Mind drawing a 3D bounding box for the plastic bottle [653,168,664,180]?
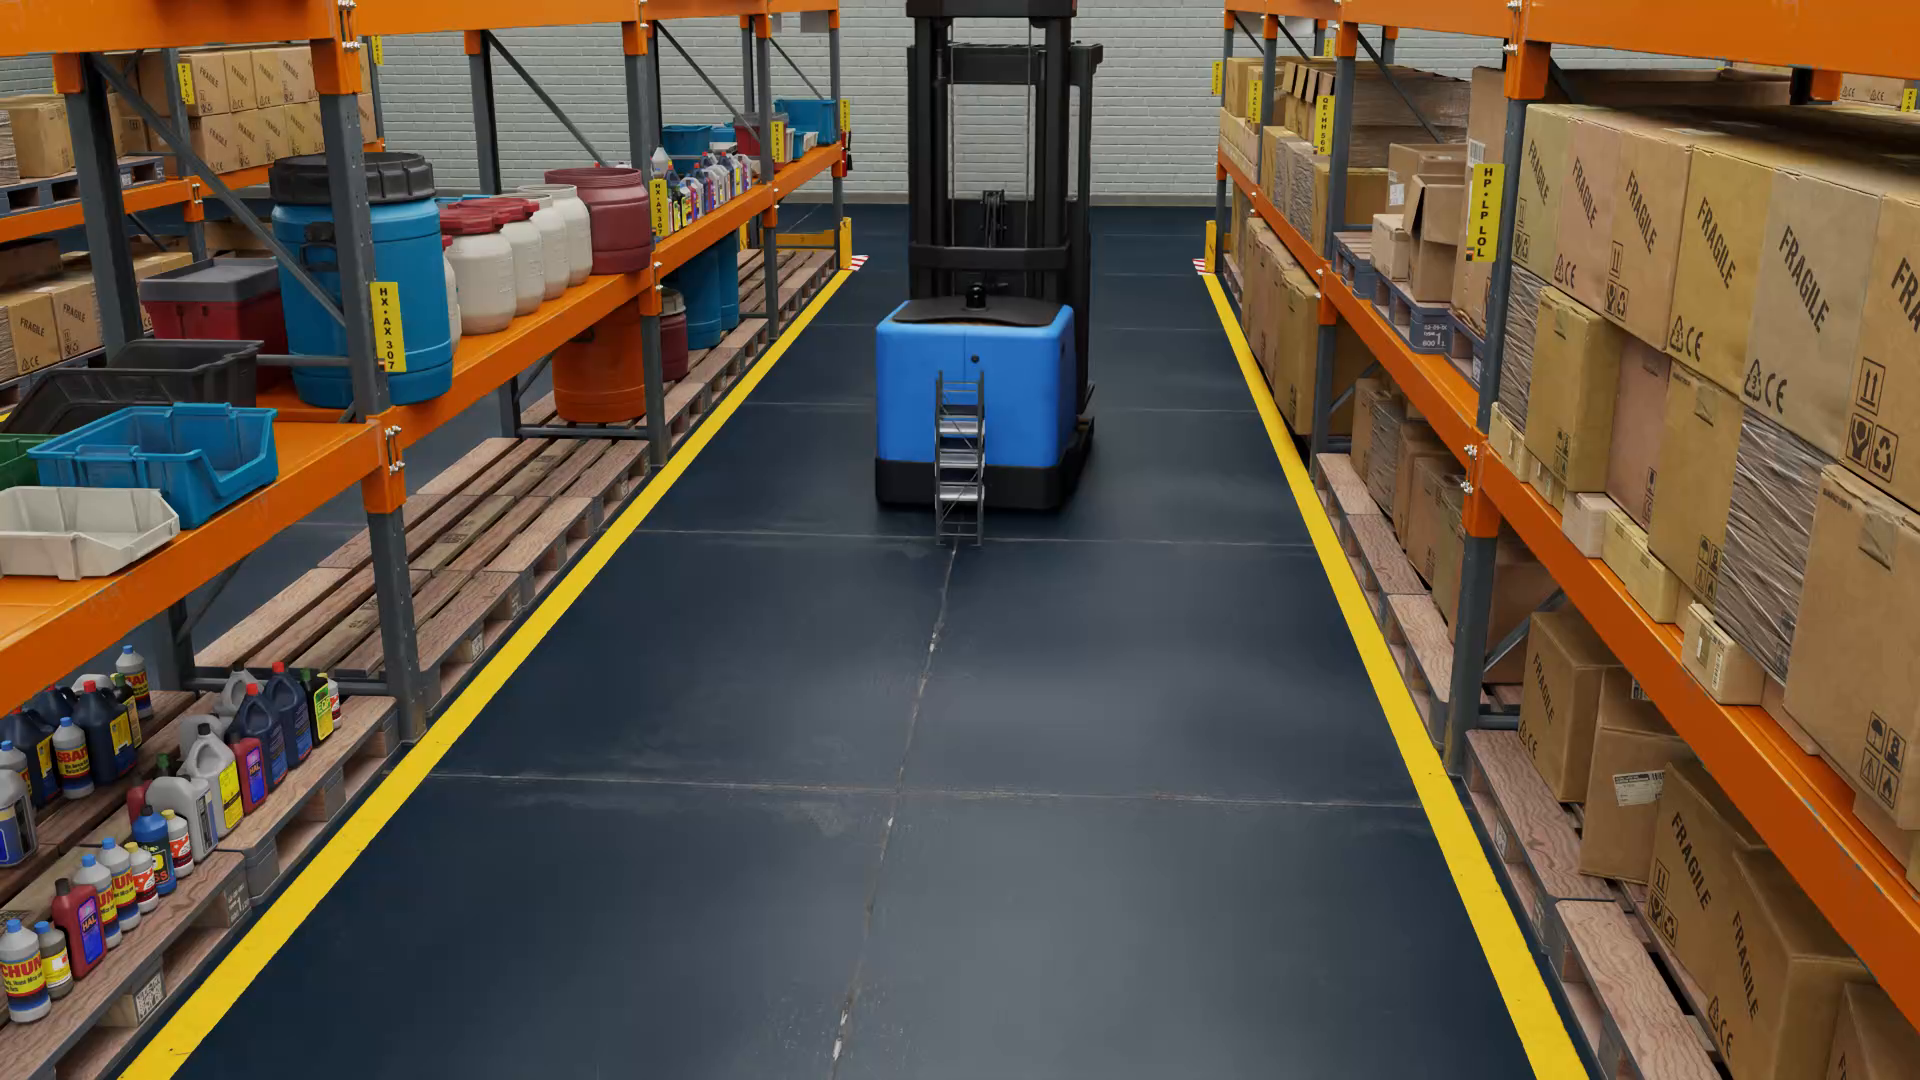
[{"bbox_3d":[-2.354,-2.797,12.962,0.097,0.201,0.097,0,18,0],"label":"plastic bottle"}]

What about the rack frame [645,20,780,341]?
[{"bbox_3d":[-2.040,-3.138,13.681,1.000,3.000,0.127,1,18,4],"label":"rack frame"}]

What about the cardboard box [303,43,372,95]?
[{"bbox_3d":[-6.452,-4.870,17.202,0.500,0.500,0.500,1,18,3],"label":"cardboard box"}]

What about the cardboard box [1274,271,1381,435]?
[{"bbox_3d":[2.683,-1.189,10.471,1.225,0.875,0.875,0,18,1],"label":"cardboard box"}]

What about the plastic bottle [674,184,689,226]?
[{"bbox_3d":[-1.879,-2.254,11.190,0.097,0.271,0.097,0,18,0],"label":"plastic bottle"}]

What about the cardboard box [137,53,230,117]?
[{"bbox_3d":[-6.666,-3.912,14.279,0.500,0.500,0.500,2,18,5],"label":"cardboard box"}]

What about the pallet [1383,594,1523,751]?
[{"bbox_3d":[2.381,0.541,6.934,1.003,0.211,1.213,1,18,4],"label":"pallet"}]

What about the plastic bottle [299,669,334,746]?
[{"bbox_3d":[-2.319,0.585,5.975,0.061,0.283,0.133,2,18,7],"label":"plastic bottle"}]

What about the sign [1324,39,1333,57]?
[{"bbox_3d":[3.727,-4.916,16.868,0.100,0.325,0.005,1,18,4],"label":"sign"}]

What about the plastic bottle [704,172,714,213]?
[{"bbox_3d":[-1.806,-2.496,11.910,0.061,0.283,0.133,1,18,4],"label":"plastic bottle"}]

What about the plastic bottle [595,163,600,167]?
[{"bbox_3d":[-2.566,-2.509,11.843,0.144,0.351,0.185,1,18,4],"label":"plastic bottle"}]

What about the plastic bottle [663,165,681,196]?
[{"bbox_3d":[-2.020,-2.441,11.634,0.144,0.351,0.185,1,18,4],"label":"plastic bottle"}]

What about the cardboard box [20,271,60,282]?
[{"bbox_3d":[-7.329,-1.805,12.922,0.500,0.500,0.500,2,18,5],"label":"cardboard box"}]

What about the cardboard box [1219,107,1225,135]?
[{"bbox_3d":[2.883,-4.196,16.676,0.500,0.250,0.500,1,18,2],"label":"cardboard box"}]

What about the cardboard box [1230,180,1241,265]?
[{"bbox_3d":[3.221,-3.259,16.789,0.875,0.875,0.875,1,18,4],"label":"cardboard box"}]

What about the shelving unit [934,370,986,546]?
[{"bbox_3d":[0.001,-0.430,8.791,0.258,0.900,0.210,1,18,4],"label":"shelving unit"}]

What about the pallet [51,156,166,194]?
[{"bbox_3d":[-7.147,-2.912,13.302,1.003,0.211,1.213,1,18,4],"label":"pallet"}]

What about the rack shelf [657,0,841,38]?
[{"bbox_3d":[-1.897,-4.842,15.222,1.077,0.370,4.000,1,18,4],"label":"rack shelf"}]

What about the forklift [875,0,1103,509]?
[{"bbox_3d":[0.275,-1.980,10.259,1.130,2.935,3.031,3,18,9],"label":"forklift"}]

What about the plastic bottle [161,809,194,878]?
[{"bbox_3d":[-2.406,0.922,5.080,0.097,0.201,0.097,0,18,0],"label":"plastic bottle"}]

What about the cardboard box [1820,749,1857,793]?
[{"bbox_3d":[1.932,0.416,3.241,0.380,0.149,0.250,1,18,4],"label":"cardboard box"}]

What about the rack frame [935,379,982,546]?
[{"bbox_3d":[-0.007,-0.399,8.694,0.240,0.900,0.006,1,18,4],"label":"rack frame"}]

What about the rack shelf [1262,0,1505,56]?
[{"bbox_3d":[2.757,-3.490,11.093,1.077,0.370,4.000,1,18,4],"label":"rack shelf"}]

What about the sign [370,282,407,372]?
[{"bbox_3d":[-2.066,-0.769,6.008,0.100,0.325,0.005,1,18,4],"label":"sign"}]

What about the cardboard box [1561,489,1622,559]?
[{"bbox_3d":[1.922,-0.053,4.670,0.380,0.149,0.250,1,18,4],"label":"cardboard box"}]

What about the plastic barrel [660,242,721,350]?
[{"bbox_3d":[-2.147,-1.952,12.757,0.600,0.901,0.708,1,18,4],"label":"plastic barrel"}]

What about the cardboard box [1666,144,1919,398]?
[{"bbox_3d":[1.945,-0.606,3.712,0.500,0.500,0.500,1,18,4],"label":"cardboard box"}]

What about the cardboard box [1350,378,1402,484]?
[{"bbox_3d":[2.585,-0.597,9.237,0.700,0.500,0.500,0,18,1],"label":"cardboard box"}]

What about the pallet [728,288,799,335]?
[{"bbox_3d":[-2.026,-2.042,14.815,1.003,0.211,1.213,1,18,4],"label":"pallet"}]

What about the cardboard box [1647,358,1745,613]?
[{"bbox_3d":[2.149,-0.127,3.854,0.875,0.500,0.500,1,18,4],"label":"cardboard box"}]

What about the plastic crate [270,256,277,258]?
[{"bbox_3d":[-2.845,-0.995,7.168,0.392,0.384,0.575,1,18,4],"label":"plastic crate"}]

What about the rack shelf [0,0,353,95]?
[{"bbox_3d":[-2.757,-1.115,3.848,1.077,0.370,4.000,1,18,4],"label":"rack shelf"}]

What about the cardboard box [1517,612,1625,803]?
[{"bbox_3d":[2.258,0.569,5.709,0.500,0.500,0.500,1,18,2],"label":"cardboard box"}]

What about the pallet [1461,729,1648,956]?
[{"bbox_3d":[2.313,0.992,5.557,1.003,0.211,1.213,1,18,4],"label":"pallet"}]

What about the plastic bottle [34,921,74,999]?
[{"bbox_3d":[-2.452,1.122,4.470,0.097,0.201,0.097,0,18,0],"label":"plastic bottle"}]

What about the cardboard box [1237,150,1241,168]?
[{"bbox_3d":[2.687,-3.409,14.913,0.380,0.149,0.250,1,18,3],"label":"cardboard box"}]

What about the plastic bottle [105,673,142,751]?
[{"bbox_3d":[-2.964,0.621,5.866,0.061,0.283,0.133,1,18,4],"label":"plastic bottle"}]

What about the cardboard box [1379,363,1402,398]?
[{"bbox_3d":[2.595,-0.954,9.120,0.500,0.250,0.500,2,18,6],"label":"cardboard box"}]

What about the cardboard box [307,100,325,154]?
[{"bbox_3d":[-6.529,-4.078,16.391,0.500,0.500,0.500,1,18,4],"label":"cardboard box"}]

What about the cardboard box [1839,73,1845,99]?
[{"bbox_3d":[7.686,-4.020,14.131,0.500,0.500,0.500,2,18,5],"label":"cardboard box"}]

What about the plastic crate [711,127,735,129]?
[{"bbox_3d":[-2.194,-3.851,16.030,0.416,0.233,0.300,1,18,4],"label":"plastic crate"}]

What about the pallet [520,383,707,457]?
[{"bbox_3d":[-2.312,-0.816,11.074,1.003,0.211,1.213,1,18,4],"label":"pallet"}]

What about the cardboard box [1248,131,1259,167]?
[{"bbox_3d":[2.670,-3.240,13.757,0.500,0.250,0.500,1,18,3],"label":"cardboard box"}]

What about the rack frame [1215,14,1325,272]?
[{"bbox_3d":[3.187,-4.269,17.135,1.000,3.000,0.127,1,18,4],"label":"rack frame"}]

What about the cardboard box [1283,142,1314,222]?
[{"bbox_3d":[2.514,-2.465,11.469,0.500,0.500,0.500,2,18,5],"label":"cardboard box"}]

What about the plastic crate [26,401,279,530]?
[{"bbox_3d":[-2.422,-0.233,5.054,0.499,0.251,0.616,1,18,4],"label":"plastic crate"}]

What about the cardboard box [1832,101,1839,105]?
[{"bbox_3d":[7.668,-3.546,14.290,0.500,0.500,0.500,1,18,4],"label":"cardboard box"}]

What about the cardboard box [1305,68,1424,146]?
[{"bbox_3d":[2.773,-2.946,11.326,0.797,0.503,0.637,2,18,6],"label":"cardboard box"}]

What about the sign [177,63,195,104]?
[{"bbox_3d":[-6.427,-3.788,13.808,0.100,0.325,0.005,1,18,4],"label":"sign"}]

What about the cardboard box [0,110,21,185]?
[{"bbox_3d":[-7.079,-2.732,11.609,0.700,0.500,0.500,5,19,14],"label":"cardboard box"}]

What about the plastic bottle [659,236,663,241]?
[{"bbox_3d":[-1.931,-1.994,10.509,0.097,0.201,0.097,0,18,0],"label":"plastic bottle"}]

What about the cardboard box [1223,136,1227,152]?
[{"bbox_3d":[2.797,-3.888,16.375,0.380,0.149,0.250,1,18,3],"label":"cardboard box"}]

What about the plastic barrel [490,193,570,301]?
[{"bbox_3d":[-2.218,-1.493,8.484,0.421,0.512,0.421,0,18,0],"label":"plastic barrel"}]

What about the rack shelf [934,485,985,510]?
[{"bbox_3d":[0.001,-0.227,8.857,0.258,0.077,0.200,1,18,4],"label":"rack shelf"}]

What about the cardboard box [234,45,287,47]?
[{"bbox_3d":[-7.019,-4.720,16.744,0.500,0.500,0.500,1,18,4],"label":"cardboard box"}]

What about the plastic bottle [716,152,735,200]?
[{"bbox_3d":[-1.793,-2.764,12.620,0.144,0.351,0.185,1,18,4],"label":"plastic bottle"}]

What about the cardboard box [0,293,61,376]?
[{"bbox_3d":[-6.877,-1.482,11.935,0.500,0.500,0.500,1,18,3],"label":"cardboard box"}]
